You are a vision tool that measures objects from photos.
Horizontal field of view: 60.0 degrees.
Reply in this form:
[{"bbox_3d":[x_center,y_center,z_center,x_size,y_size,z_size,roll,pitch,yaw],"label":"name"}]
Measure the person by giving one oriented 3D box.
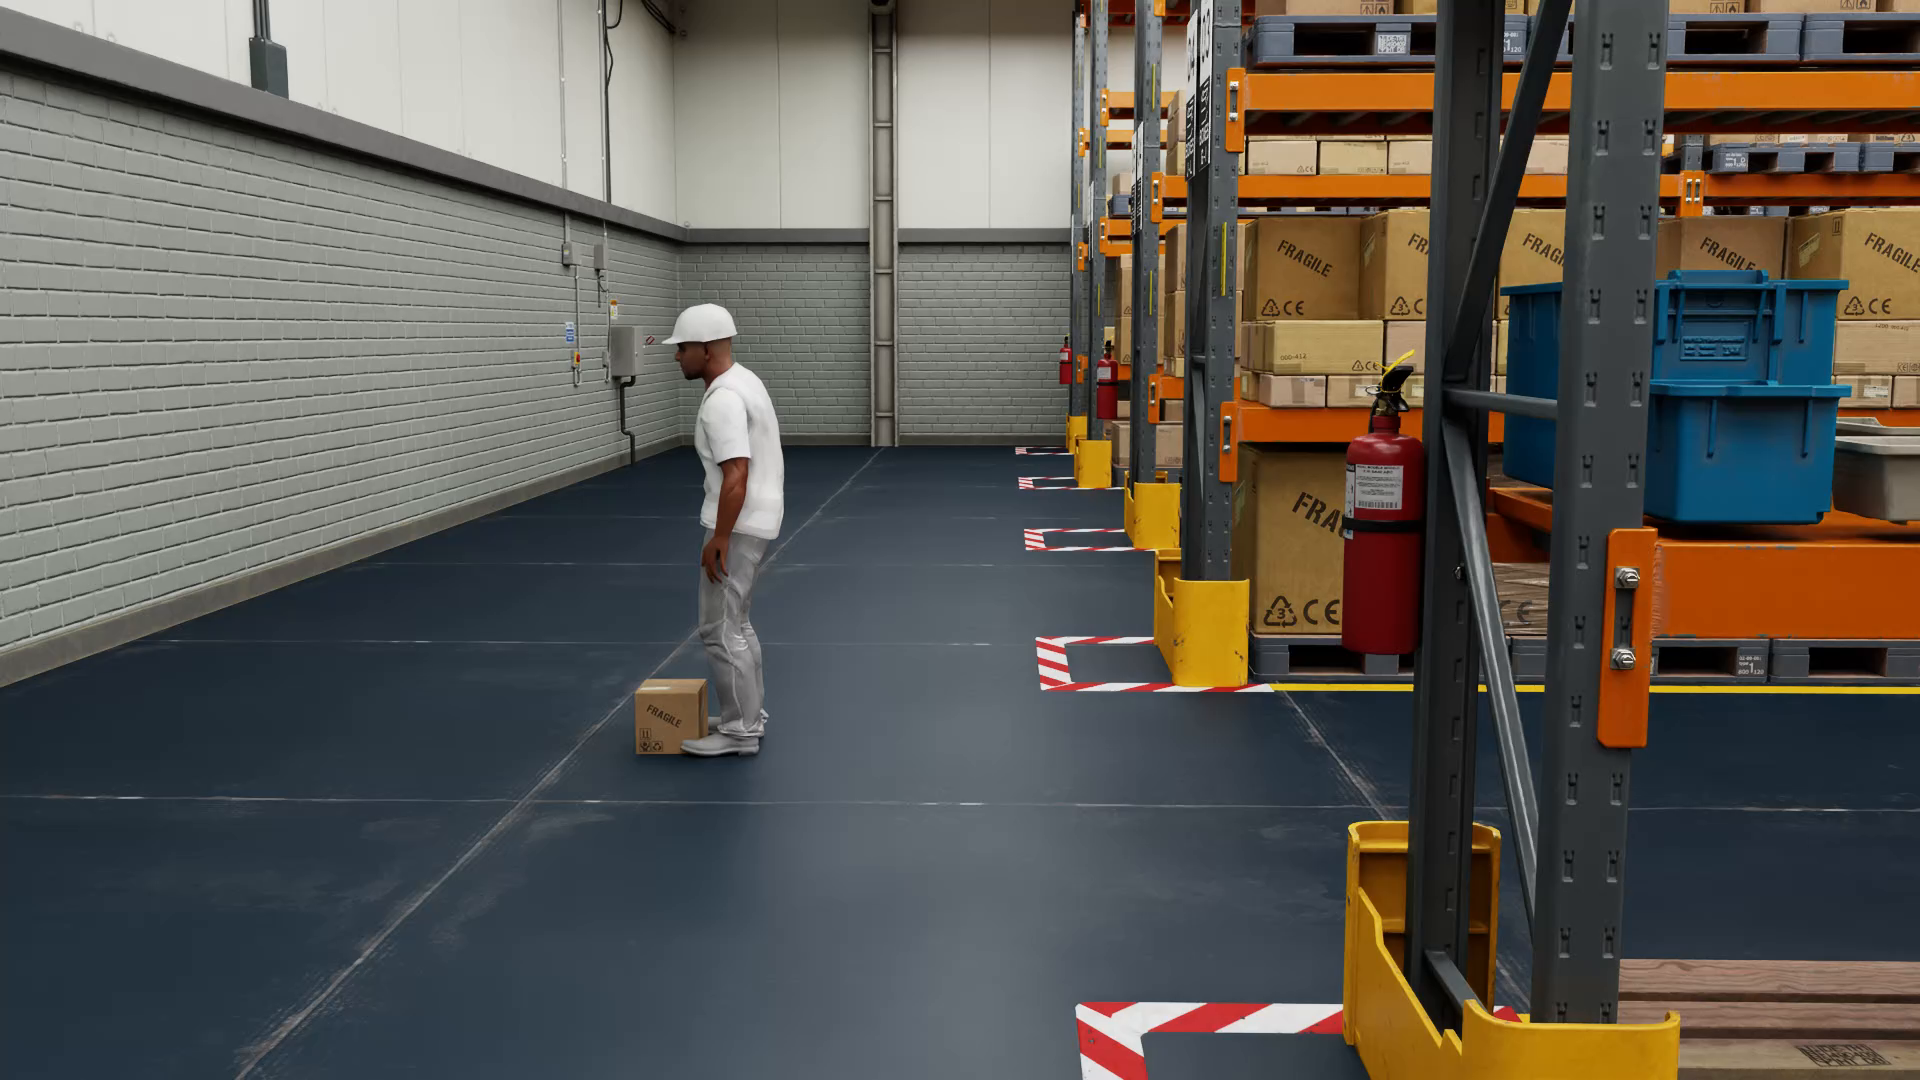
[{"bbox_3d":[-0.922,-0.044,6.549,0.462,1.759,0.628,0,7,-2],"label":"person"}]
